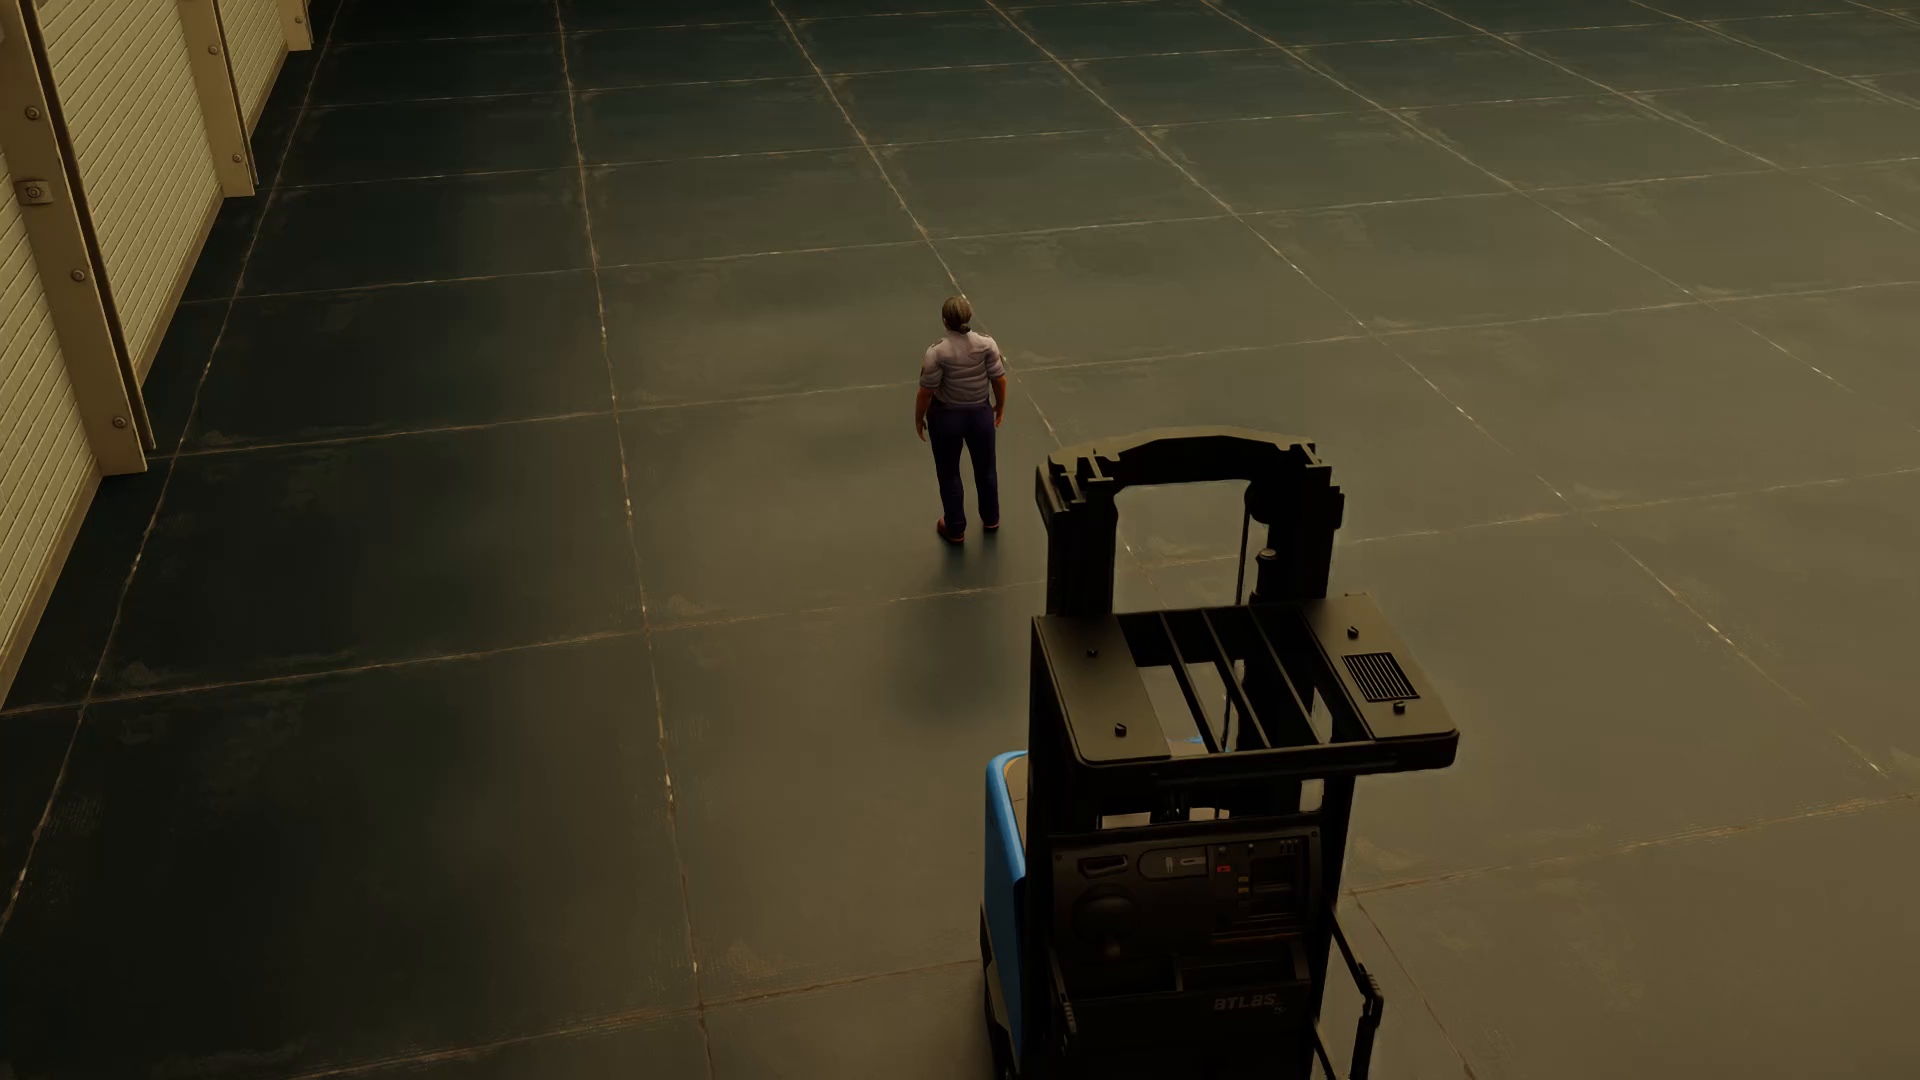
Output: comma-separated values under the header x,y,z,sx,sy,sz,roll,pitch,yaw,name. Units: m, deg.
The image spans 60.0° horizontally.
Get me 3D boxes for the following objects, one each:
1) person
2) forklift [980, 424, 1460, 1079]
x,y,z,sx,sy,sz,roll,pitch,yaw,name
0.001,-0.760,10.167,0.598,1.638,0.502,-7,31,-12,person
0.798,1.236,5.439,1.130,2.935,3.031,-4,30,-7,forklift
